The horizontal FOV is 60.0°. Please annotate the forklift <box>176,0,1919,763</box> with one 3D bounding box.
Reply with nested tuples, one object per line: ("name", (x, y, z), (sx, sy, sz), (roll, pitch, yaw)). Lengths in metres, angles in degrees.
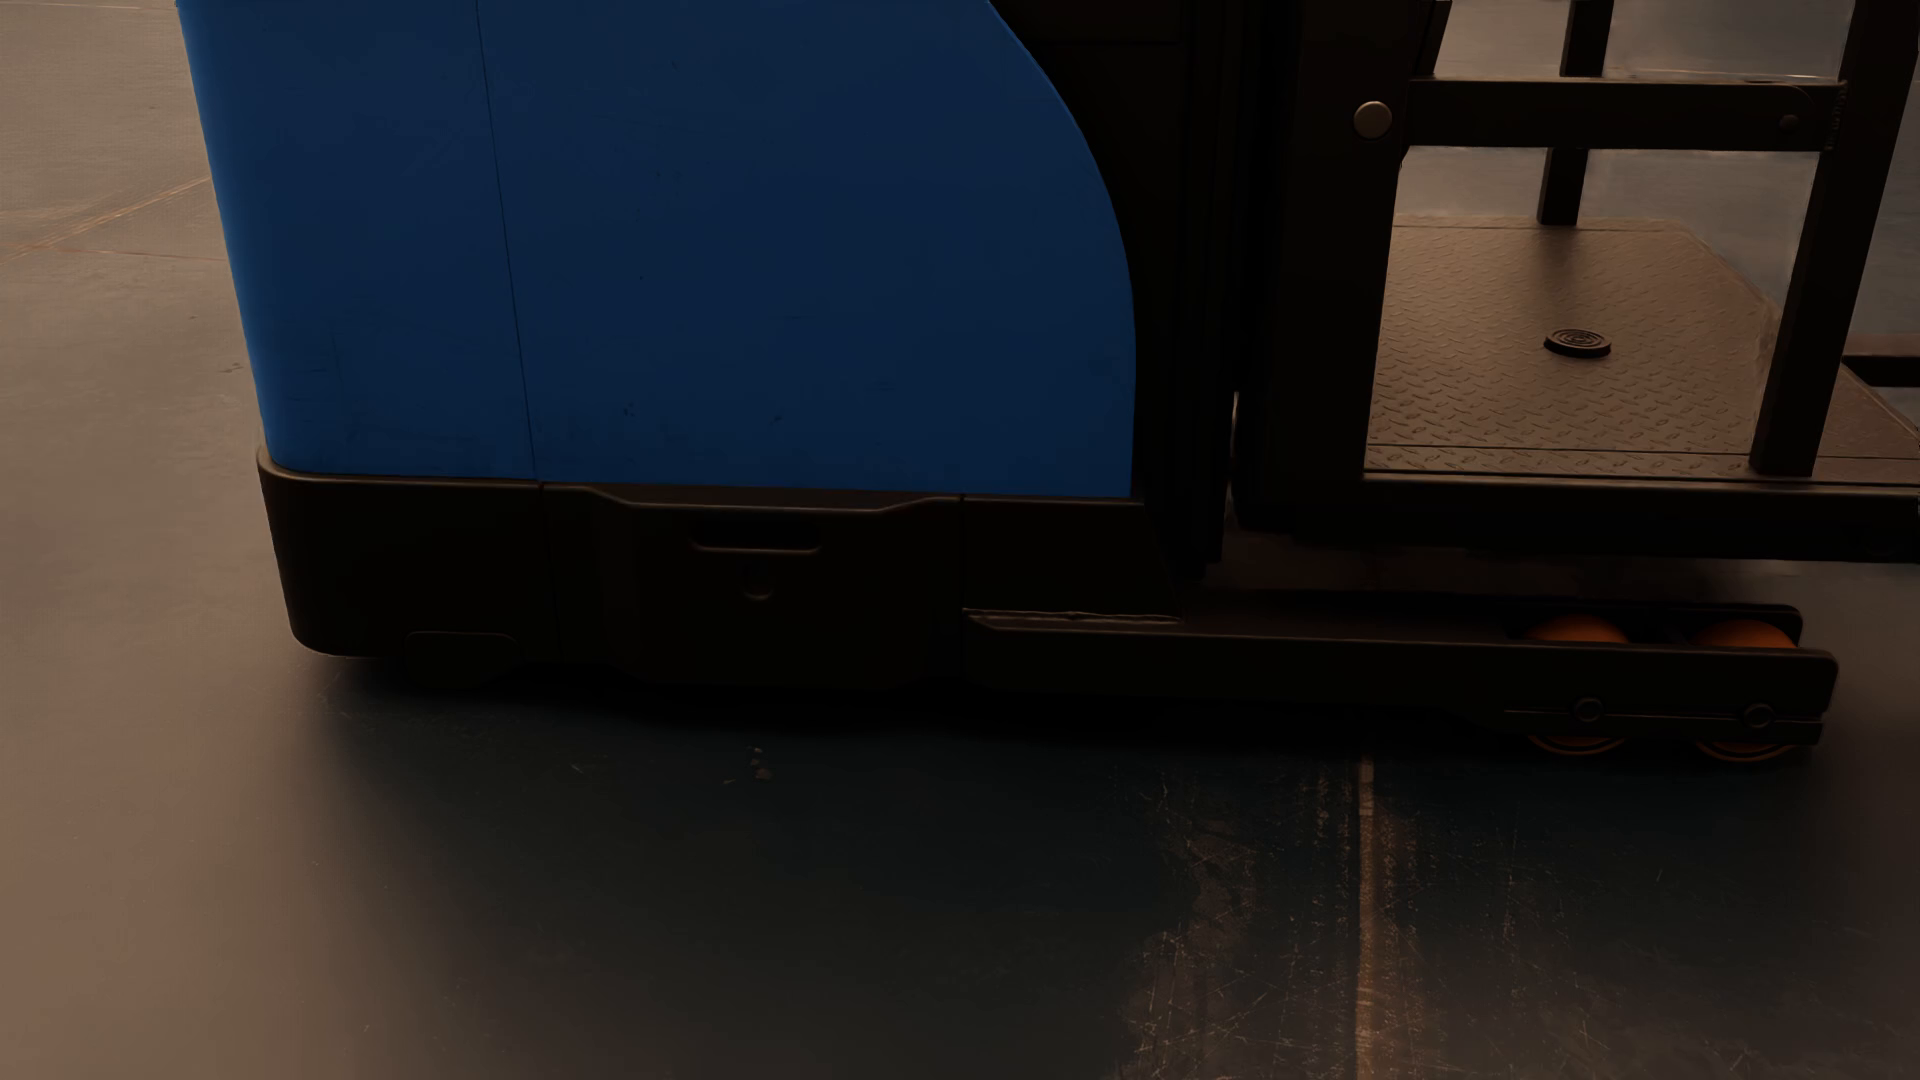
("forklift", (0.681, -1.293, 1.809), (3.031, 2.935, 1.130), (2, 27, 3))
